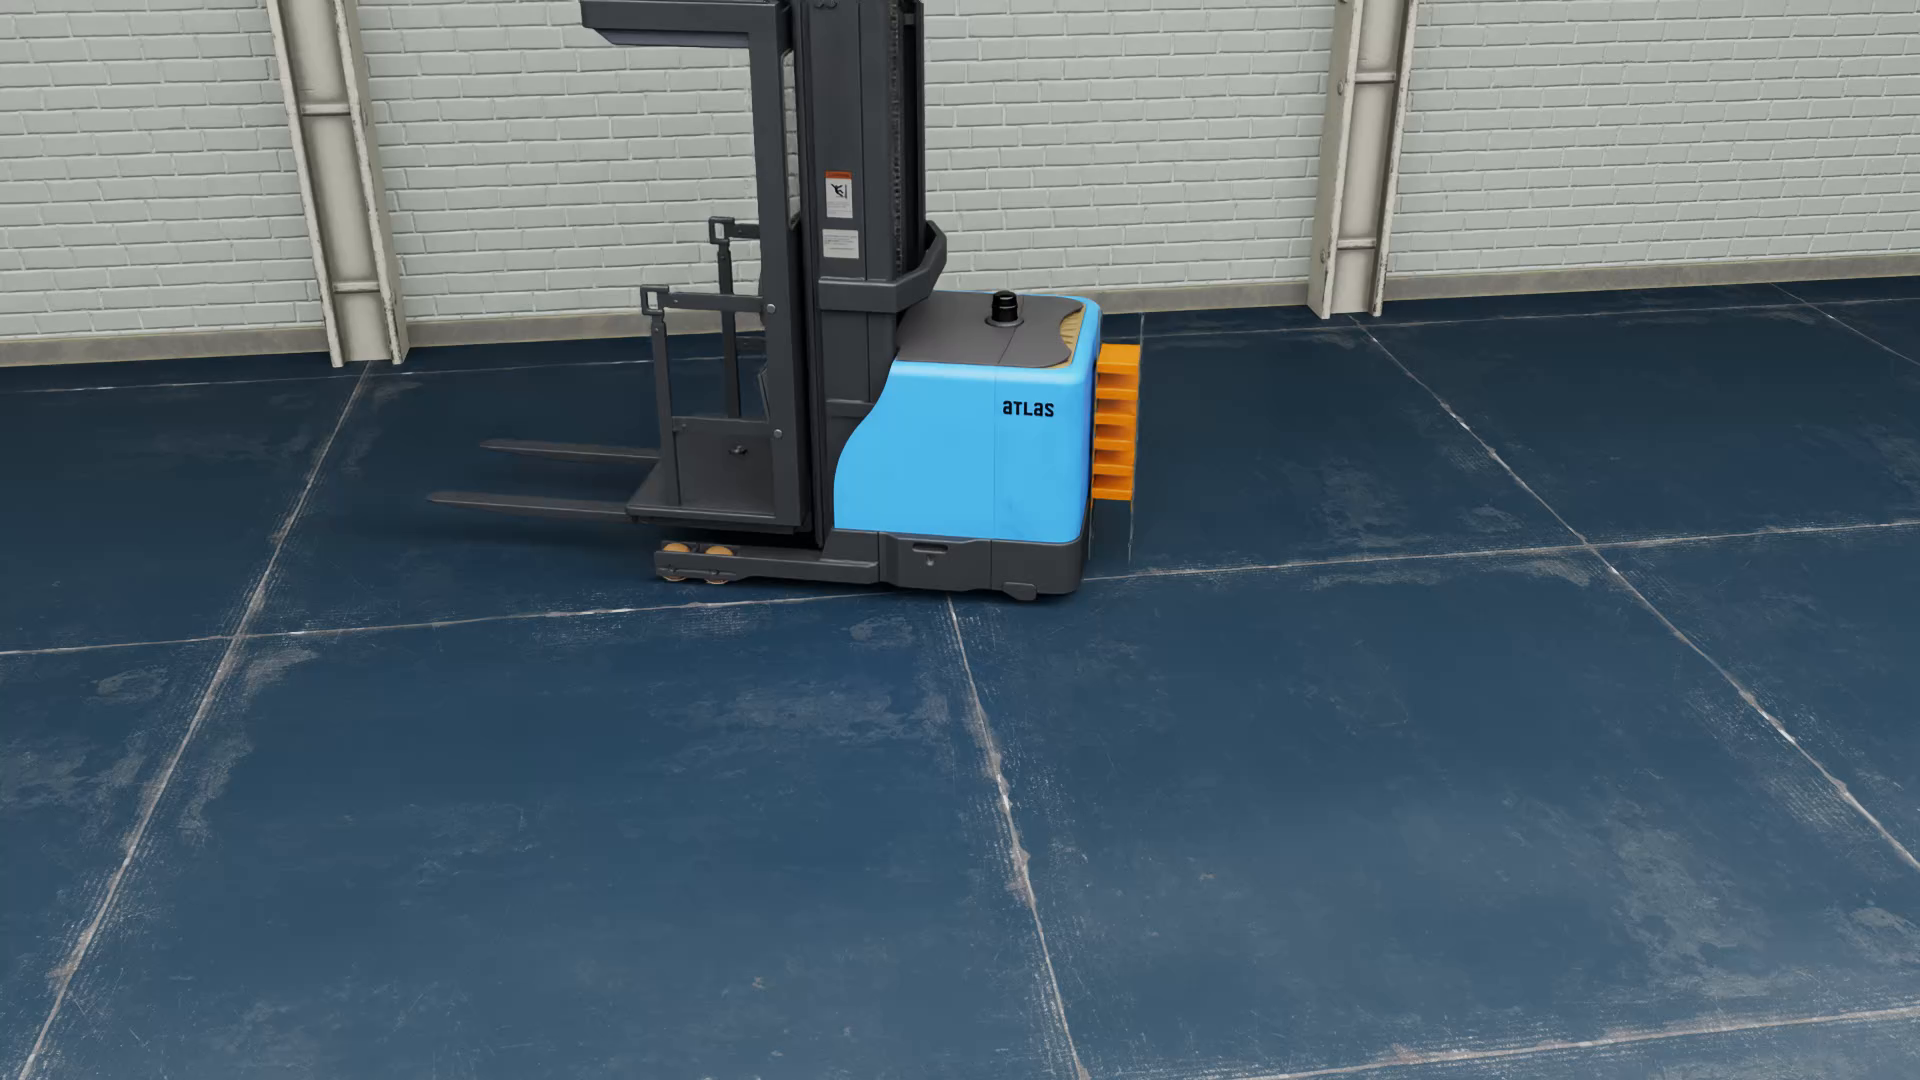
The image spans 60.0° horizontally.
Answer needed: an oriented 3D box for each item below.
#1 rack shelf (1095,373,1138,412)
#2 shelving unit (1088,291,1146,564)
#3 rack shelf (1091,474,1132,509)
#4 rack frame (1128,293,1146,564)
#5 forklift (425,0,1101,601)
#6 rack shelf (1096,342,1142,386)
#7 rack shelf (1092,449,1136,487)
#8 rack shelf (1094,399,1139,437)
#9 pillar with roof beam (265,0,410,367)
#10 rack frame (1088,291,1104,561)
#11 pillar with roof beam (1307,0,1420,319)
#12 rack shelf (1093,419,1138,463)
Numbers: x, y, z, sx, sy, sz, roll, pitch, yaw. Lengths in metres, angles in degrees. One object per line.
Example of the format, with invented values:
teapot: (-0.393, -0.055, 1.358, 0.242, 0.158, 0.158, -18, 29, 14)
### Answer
rack shelf: (0.694, -0.661, 7.296, 0.180, 0.103, 0.258, 4, 27, 8)
shelving unit: (0.694, -0.487, 7.386, 0.189, 1.200, 0.258, 4, 27, 8)
rack shelf: (0.694, -0.234, 7.516, 0.180, 0.103, 0.258, 4, 27, 8)
rack frame: (0.785, -0.481, 7.373, 0.006, 1.200, 0.240, 4, 27, 8)
forklift: (-0.912, -1.340, 7.150, 3.031, 2.935, 1.130, 4, 27, 8)
rack shelf: (0.694, -0.768, 7.242, 0.180, 0.103, 0.258, 4, 27, 8)
rack shelf: (0.694, -0.341, 7.461, 0.180, 0.103, 0.258, 4, 27, 8)
rack shelf: (0.694, -0.555, 7.351, 0.180, 0.103, 0.258, 4, 27, 8)
pillar with roof beam: (-2.894, -3.150, 4.032, 0.400, 9.000, 9.100, -4, 27, -7)
rack frame: (0.604, -0.494, 7.398, 0.006, 1.200, 0.240, 4, 27, 8)
pillar with roof beam: (3.048, -3.532, 4.776, 0.400, 9.000, 9.100, -4, 27, -7)
rack shelf: (0.694, -0.448, 7.406, 0.180, 0.103, 0.258, 4, 27, 8)
